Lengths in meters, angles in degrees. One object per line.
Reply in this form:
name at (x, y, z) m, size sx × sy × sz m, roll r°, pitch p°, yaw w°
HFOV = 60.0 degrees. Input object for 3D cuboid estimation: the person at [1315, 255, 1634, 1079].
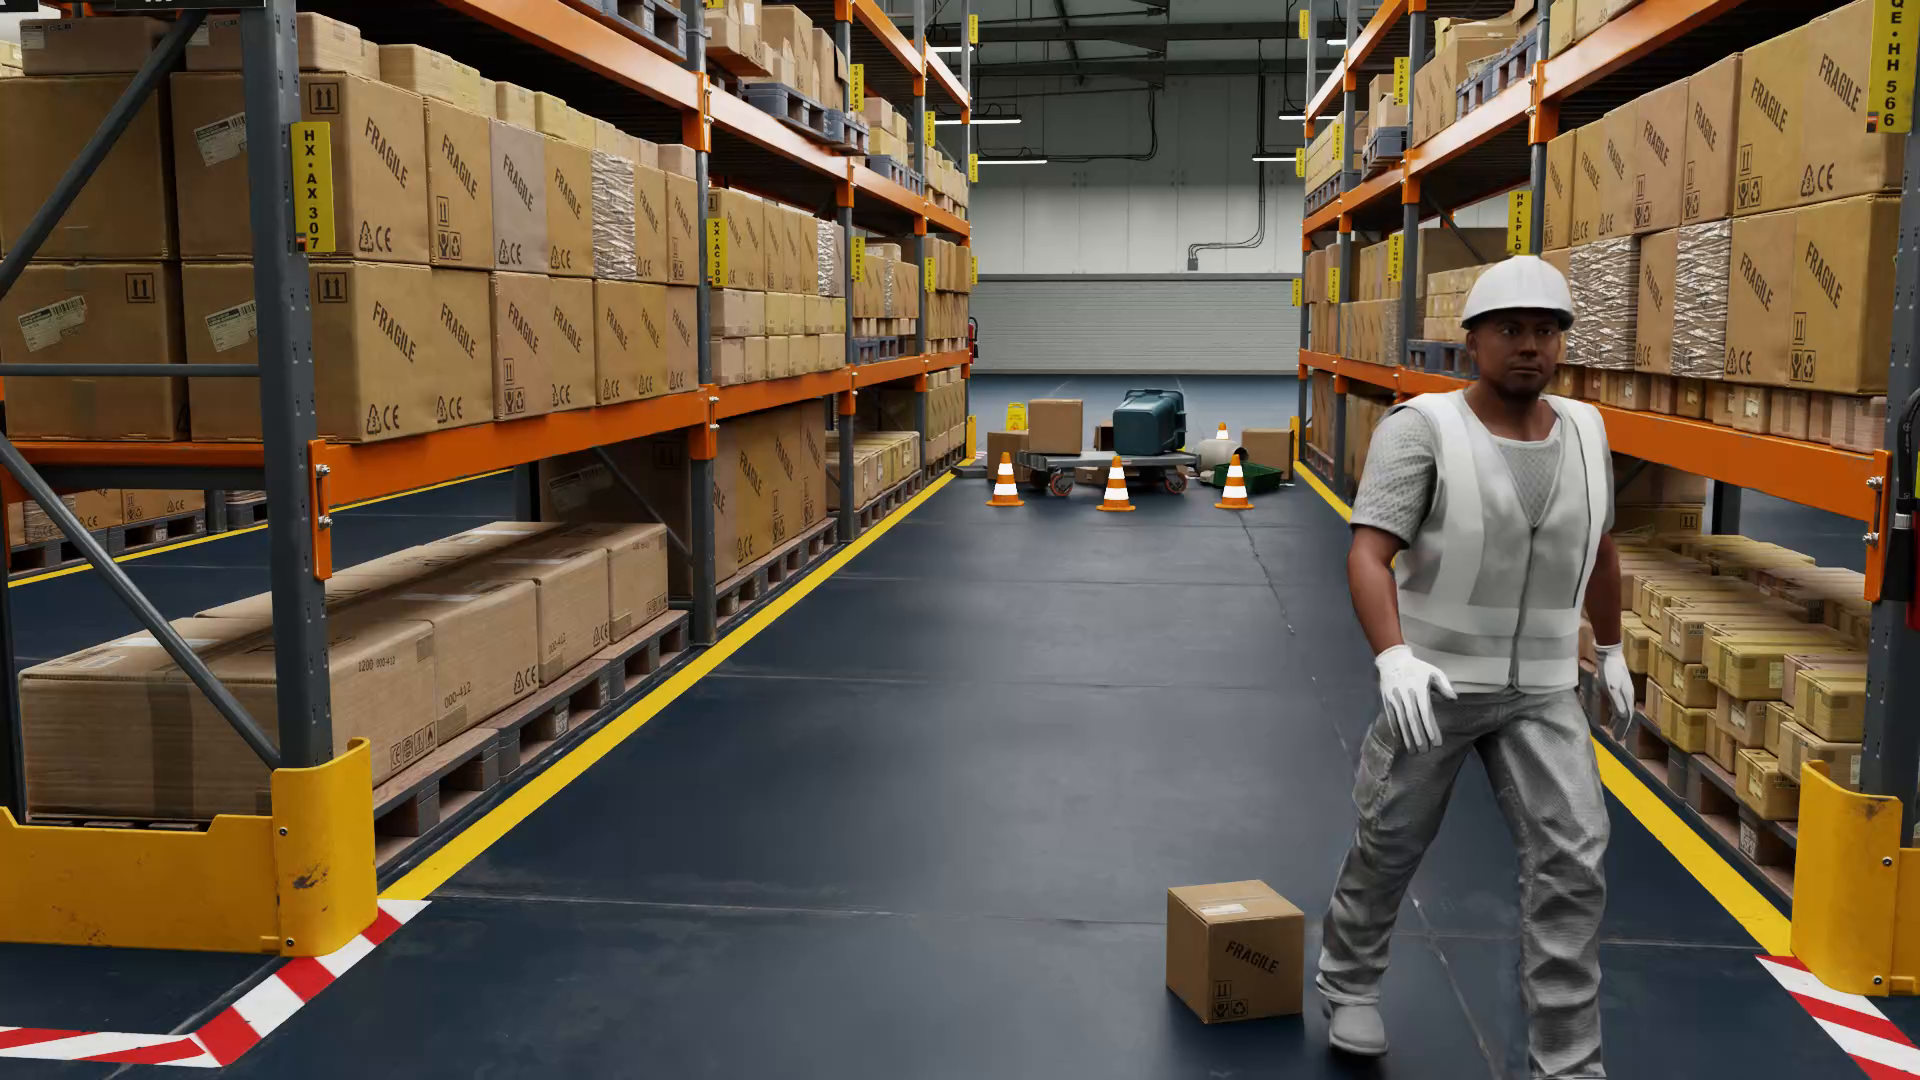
person at (1.128, 0.321, 3.391) m, size 0.763 × 1.782 × 0.887 m, roll -1°, pitch 8°, yaw -10°
